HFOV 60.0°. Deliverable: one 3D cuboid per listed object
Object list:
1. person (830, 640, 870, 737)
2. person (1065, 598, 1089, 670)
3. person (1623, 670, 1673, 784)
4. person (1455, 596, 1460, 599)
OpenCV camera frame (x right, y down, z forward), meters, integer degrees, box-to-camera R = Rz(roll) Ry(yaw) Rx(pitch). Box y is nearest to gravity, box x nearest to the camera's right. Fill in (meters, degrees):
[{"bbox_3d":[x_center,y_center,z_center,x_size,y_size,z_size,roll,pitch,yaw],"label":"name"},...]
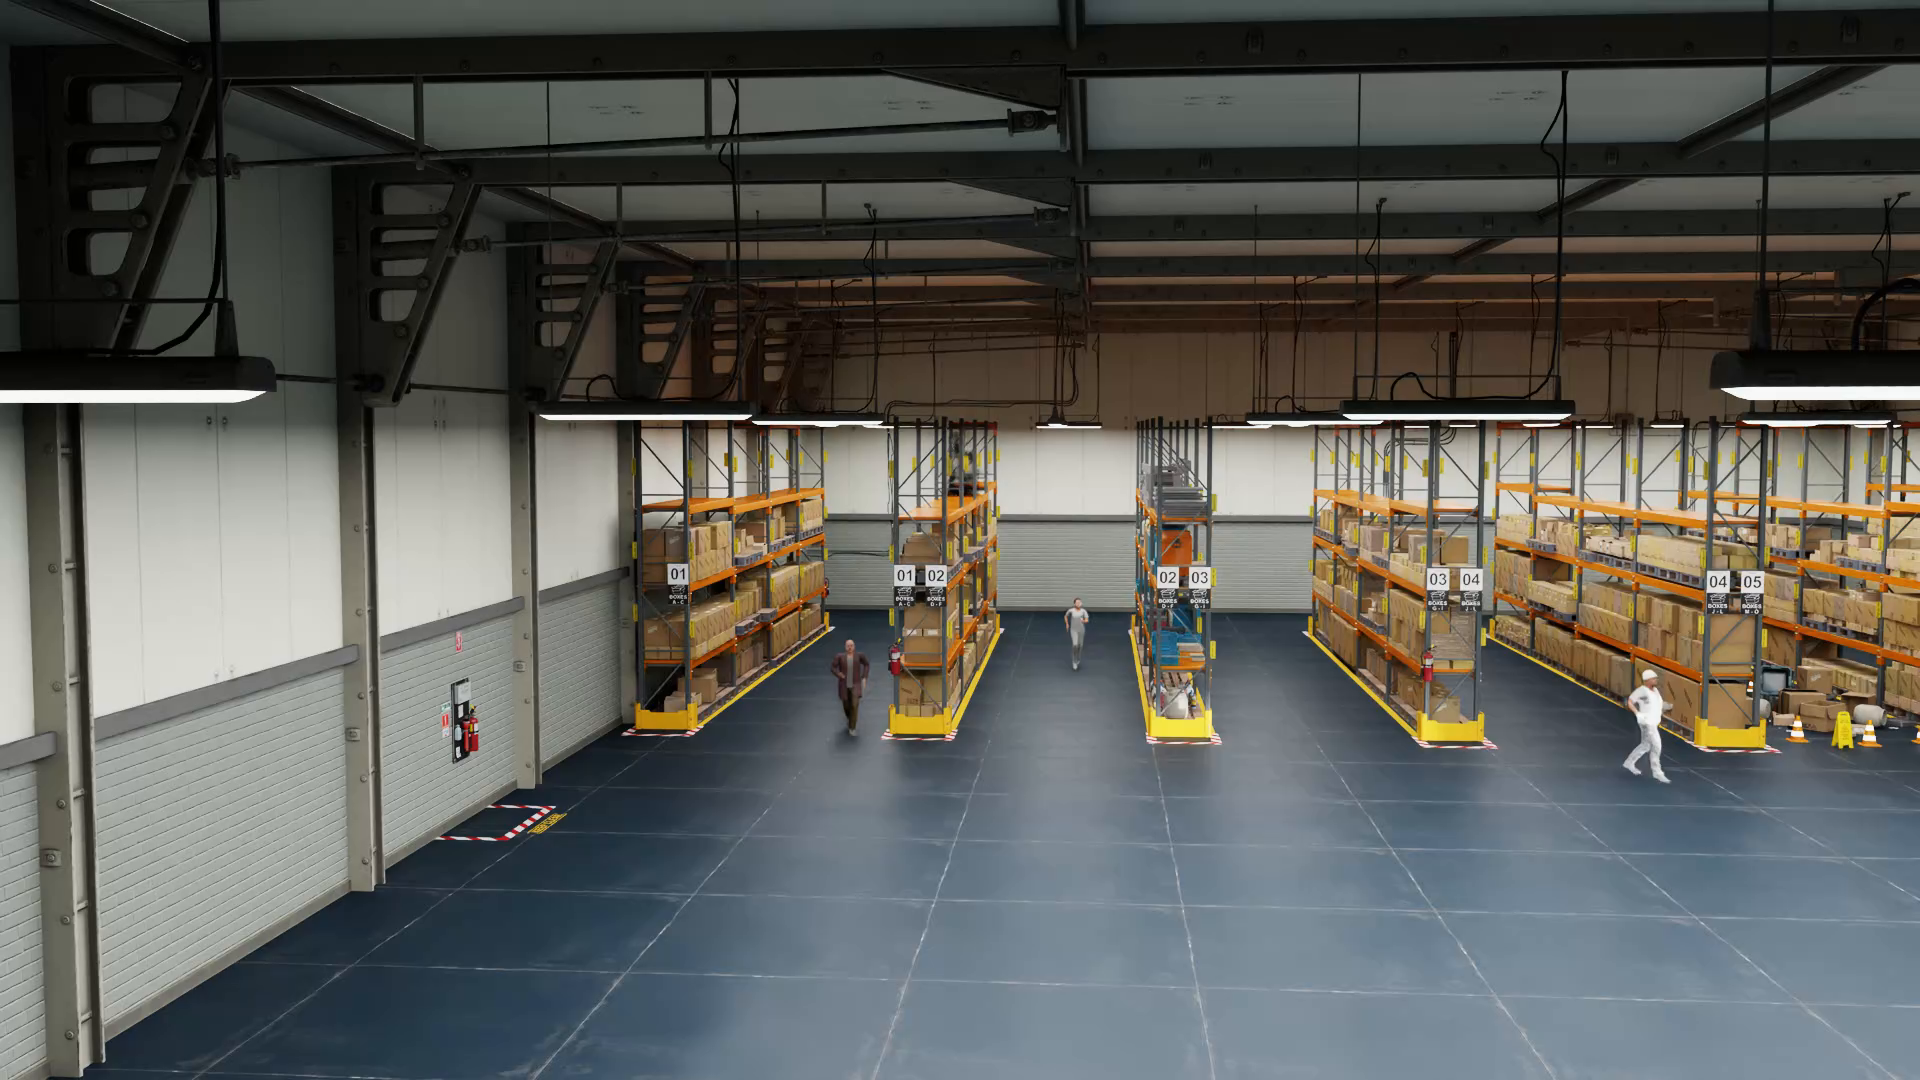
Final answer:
[{"bbox_3d":[-2.095,2.785,31.649,0.747,1.790,0.962,0,4,-2],"label":"person"},{"bbox_3d":[2.836,2.257,40.268,0.533,1.724,0.754,-1,4,-9],"label":"person"},{"bbox_3d":[11.308,3.037,27.326,0.818,1.818,0.667,3,5,40],"label":"person"},{"bbox_3d":[14.194,1.793,47.074,0.884,1.711,0.673,-1,4,-21],"label":"person"}]
